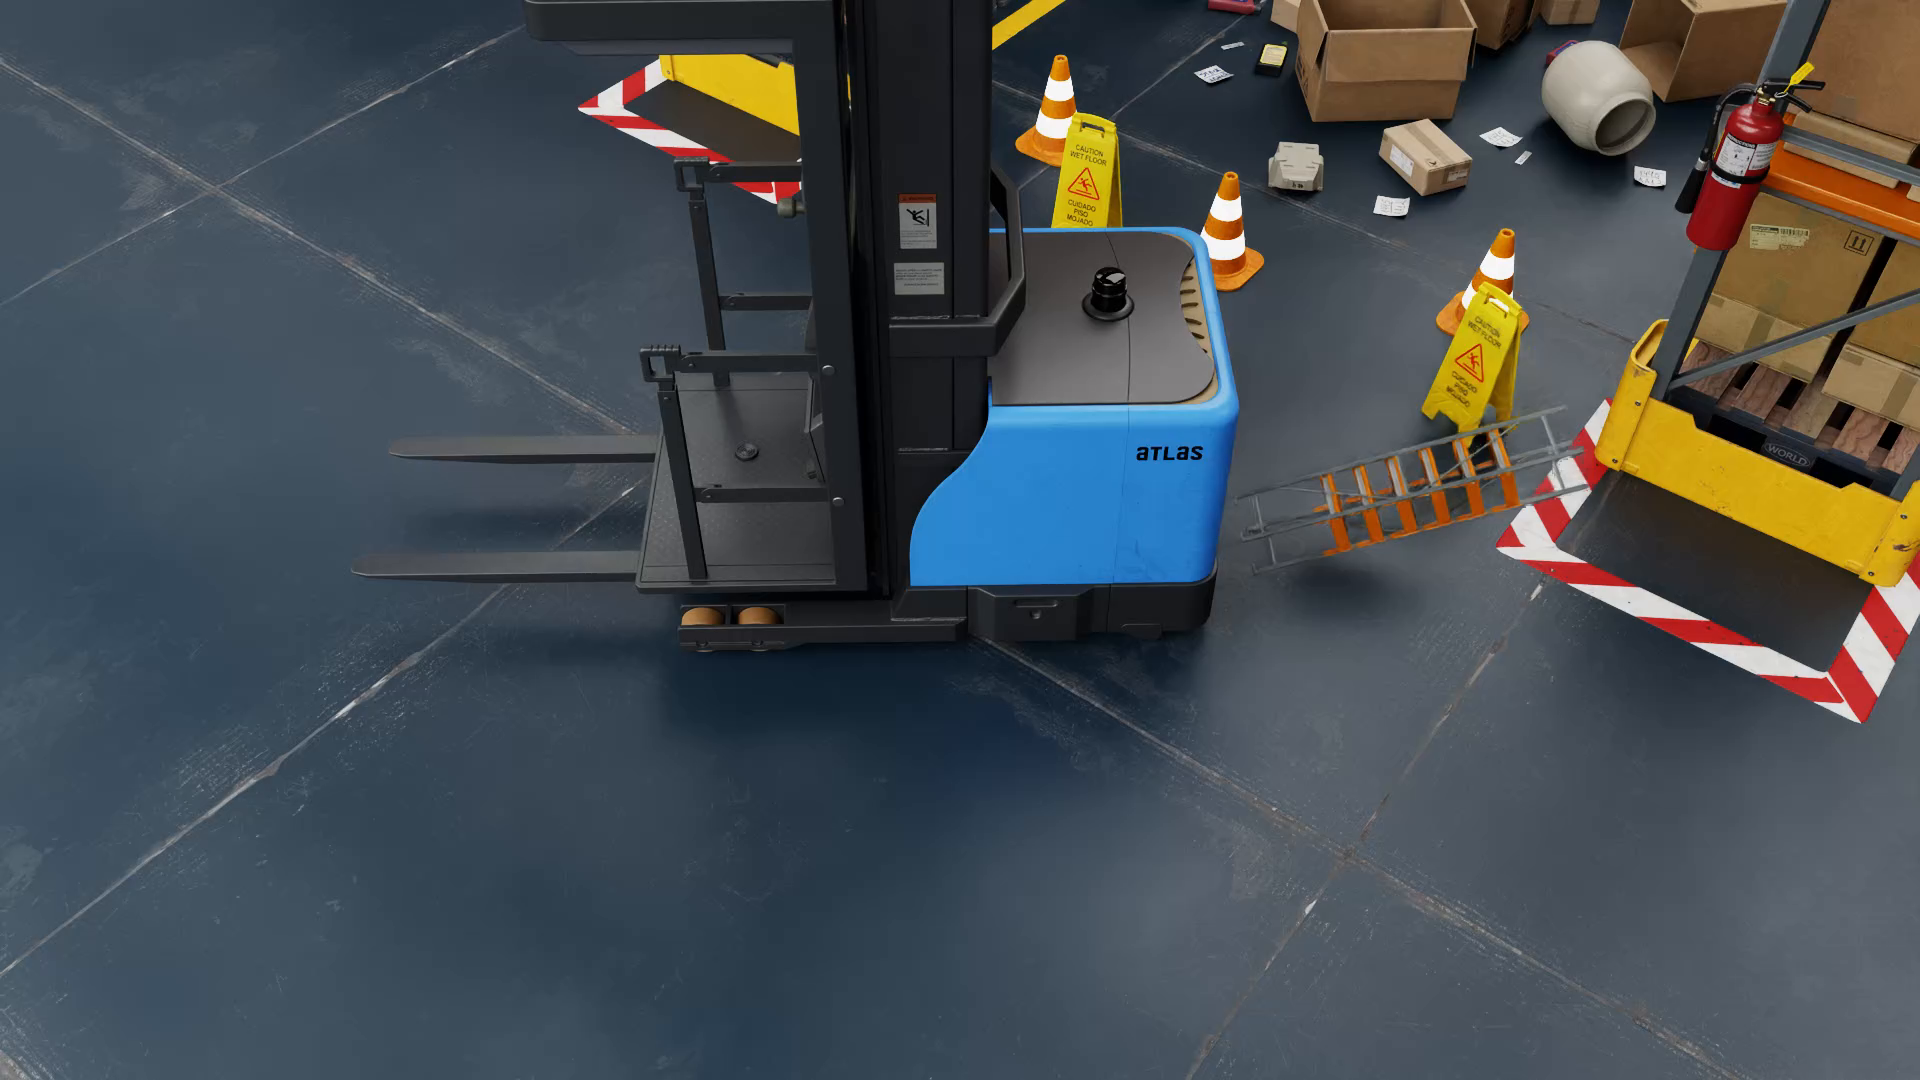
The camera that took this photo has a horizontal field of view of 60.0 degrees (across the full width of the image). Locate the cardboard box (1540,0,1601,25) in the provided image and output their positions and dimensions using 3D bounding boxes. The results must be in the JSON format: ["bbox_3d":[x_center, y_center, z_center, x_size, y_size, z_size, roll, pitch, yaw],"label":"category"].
[{"bbox_3d":[3.251,-2.984,8.917,0.258,0.266,0.396,-2,46,-2],"label":"cardboard box"}]

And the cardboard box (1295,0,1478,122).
[{"bbox_3d":[2.072,-2.419,8.213,0.797,0.503,0.637,-2,46,-2],"label":"cardboard box"}]

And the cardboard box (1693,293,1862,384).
[{"bbox_3d":[3.298,-0.948,6.692,0.500,0.250,0.500,29,53,25],"label":"cardboard box"}]

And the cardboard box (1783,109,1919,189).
[{"bbox_3d":[3.061,-1.379,5.666,0.380,0.149,0.250,31,54,26],"label":"cardboard box"}]

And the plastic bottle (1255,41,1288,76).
[{"bbox_3d":[1.617,-2.499,8.595,0.133,0.061,0.283,13,48,12],"label":"plastic bottle"}]

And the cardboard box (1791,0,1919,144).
[{"bbox_3d":[3.115,-1.727,5.550,0.500,0.500,0.500,28,53,24],"label":"cardboard box"}]

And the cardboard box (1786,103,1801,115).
[{"bbox_3d":[3.128,-1.573,5.852,0.380,0.149,0.250,29,53,25],"label":"cardboard box"}]

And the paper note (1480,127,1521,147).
[{"bbox_3d":[2.642,-1.968,8.117,0.142,0.019,0.148,-25,51,-22],"label":"paper note"}]

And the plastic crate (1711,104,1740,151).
[{"bbox_3d":[3.838,-1.902,8.011,0.402,0.080,0.583,13,48,12],"label":"plastic crate"}]

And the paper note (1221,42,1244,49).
[{"bbox_3d":[1.430,-2.592,8.719,0.123,0.001,0.032,-17,49,-15],"label":"paper note"}]

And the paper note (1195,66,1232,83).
[{"bbox_3d":[1.299,-2.384,8.508,0.142,0.017,0.144,-25,51,-22],"label":"paper note"}]

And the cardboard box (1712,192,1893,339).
[{"bbox_3d":[3.285,-1.185,6.400,0.500,0.500,0.500,30,53,25],"label":"cardboard box"}]

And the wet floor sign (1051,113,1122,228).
[{"bbox_3d":[0.572,-1.582,7.315,0.267,0.644,0.232,21,50,19],"label":"wet floor sign"}]

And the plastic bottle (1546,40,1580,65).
[{"bbox_3d":[3.174,-2.522,8.616,0.283,0.061,0.133,-33,55,-28],"label":"plastic bottle"}]

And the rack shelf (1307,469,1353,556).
[{"bbox_3d":[1.342,-0.100,6.058,0.103,0.180,0.258,-16,44,15],"label":"rack shelf"}]

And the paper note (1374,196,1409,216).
[{"bbox_3d":[2.004,-1.552,7.712,0.148,0.019,0.142,13,48,12],"label":"paper note"}]

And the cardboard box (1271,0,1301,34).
[{"bbox_3d":[1.875,-2.834,8.774,0.258,0.266,0.396,-33,55,-28],"label":"cardboard box"}]

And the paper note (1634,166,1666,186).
[{"bbox_3d":[3.272,-1.726,7.878,0.142,0.019,0.148,13,48,12],"label":"paper note"}]

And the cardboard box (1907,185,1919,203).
[{"bbox_3d":[3.373,-1.173,5.470,0.380,0.149,0.250,29,53,25],"label":"cardboard box"}]

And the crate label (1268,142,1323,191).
[{"bbox_3d":[1.589,-1.758,7.835,0.250,0.136,0.298,6,47,5],"label":"crate label"}]

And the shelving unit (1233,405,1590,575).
[{"bbox_3d":[1.607,-0.174,5.984,1.200,0.189,0.258,-16,44,15],"label":"shelving unit"}]

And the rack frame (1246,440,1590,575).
[{"bbox_3d":[1.640,-0.115,6.046,1.200,0.006,0.240,-16,44,15],"label":"rack frame"}]

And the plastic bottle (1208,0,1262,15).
[{"bbox_3d":[1.494,-2.902,8.980,0.283,0.061,0.133,13,48,12],"label":"plastic bottle"}]

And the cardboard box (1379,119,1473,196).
[{"bbox_3d":[2.204,-1.815,7.881,0.250,0.149,0.380,-17,49,-15],"label":"cardboard box"}]

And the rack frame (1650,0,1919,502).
[{"bbox_3d":[3.002,-1.157,5.281,1.000,3.000,0.127,29,53,25],"label":"rack frame"}]

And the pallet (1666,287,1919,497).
[{"bbox_3d":[3.573,-0.687,6.760,1.003,0.211,1.213,29,53,25],"label":"pallet"}]

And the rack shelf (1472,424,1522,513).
[{"bbox_3d":[1.900,-0.255,5.903,0.103,0.180,0.258,-16,44,15],"label":"rack shelf"}]

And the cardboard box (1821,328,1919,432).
[{"bbox_3d":[3.714,-0.692,6.447,0.500,0.250,0.500,29,53,25],"label":"cardboard box"}]

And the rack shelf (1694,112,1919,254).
[{"bbox_3d":[4.224,-2.053,6.634,1.077,0.370,4.000,29,53,25],"label":"rack shelf"}]

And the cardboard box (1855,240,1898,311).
[{"bbox_3d":[3.606,-1.227,6.959,0.500,0.250,0.500,29,53,25],"label":"cardboard box"}]

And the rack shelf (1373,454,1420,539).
[{"bbox_3d":[1.565,-0.162,5.996,0.103,0.180,0.258,-16,44,15],"label":"rack shelf"}]

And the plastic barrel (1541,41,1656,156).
[{"bbox_3d":[3.066,-2.118,7.981,0.421,0.421,0.512,-9,47,-8],"label":"plastic barrel"}]

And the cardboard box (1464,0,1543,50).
[{"bbox_3d":[2.637,-3.005,8.678,0.797,0.637,0.503,29,53,25],"label":"cardboard box"}]

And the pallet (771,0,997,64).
[{"bbox_3d":[-0.550,-2.816,8.795,1.003,0.211,1.213,29,53,25],"label":"pallet"}]

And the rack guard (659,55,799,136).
[{"bbox_3d":[-0.992,-2.410,8.207,1.175,0.500,0.348,29,53,25],"label":"rack guard"}]

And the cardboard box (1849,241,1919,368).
[{"bbox_3d":[3.728,-0.965,6.189,0.500,0.500,0.500,28,52,24],"label":"cardboard box"}]

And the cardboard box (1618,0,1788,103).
[{"bbox_3d":[3.715,-2.572,8.359,0.500,0.500,0.500,-9,47,-8],"label":"cardboard box"}]

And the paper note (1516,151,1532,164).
[{"bbox_3d":[2.711,-1.840,8.001,0.032,0.001,0.123,29,53,25],"label":"paper note"}]

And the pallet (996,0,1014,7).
[{"bbox_3d":[0.196,-3.512,9.459,1.003,0.211,1.213,29,53,25],"label":"pallet"}]

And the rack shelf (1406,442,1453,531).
[{"bbox_3d":[1.677,-0.193,5.965,0.103,0.180,0.258,-16,44,15],"label":"rack shelf"}]

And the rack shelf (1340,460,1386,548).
[{"bbox_3d":[1.454,-0.131,6.027,0.103,0.180,0.258,-16,44,15],"label":"rack shelf"}]

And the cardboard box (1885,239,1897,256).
[{"bbox_3d":[3.601,-1.485,6.687,0.500,0.500,0.500,31,54,26],"label":"cardboard box"}]

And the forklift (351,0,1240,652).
[{"bbox_3d":[-0.630,-1.005,5.183,3.031,2.935,1.130,-1,46,-1],"label":"forklift"}]

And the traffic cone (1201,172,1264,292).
[{"bbox_3d":[1.157,-1.393,7.261,0.336,0.463,0.334,29,53,25],"label":"traffic cone"}]

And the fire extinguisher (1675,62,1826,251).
[{"bbox_3d":[2.567,-1.269,5.441,0.296,0.674,0.183,29,53,25],"label":"fire extinguisher"}]

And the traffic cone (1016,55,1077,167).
[{"bbox_3d":[0.471,-2.087,7.924,0.336,0.463,0.334,29,53,25],"label":"traffic cone"}]

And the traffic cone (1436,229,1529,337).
[{"bbox_3d":[2.244,-1.097,6.978,0.336,0.463,0.334,29,53,25],"label":"traffic cone"}]

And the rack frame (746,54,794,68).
[{"bbox_3d":[-0.977,-3.288,7.316,1.000,3.000,0.127,29,53,25],"label":"rack frame"}]

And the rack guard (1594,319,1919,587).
[{"bbox_3d":[3.048,-0.337,6.226,1.175,0.500,0.348,29,53,25],"label":"rack guard"}]

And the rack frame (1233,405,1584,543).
[{"bbox_3d":[1.573,-0.232,5.923,1.200,0.006,0.240,-16,44,15],"label":"rack frame"}]

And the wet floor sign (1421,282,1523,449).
[{"bbox_3d":[2.039,-0.708,6.480,0.232,0.644,0.267,-25,51,-22],"label":"wet floor sign"}]

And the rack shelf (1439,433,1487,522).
[{"bbox_3d":[1.789,-0.224,5.934,0.103,0.180,0.258,-16,44,15],"label":"rack shelf"}]
